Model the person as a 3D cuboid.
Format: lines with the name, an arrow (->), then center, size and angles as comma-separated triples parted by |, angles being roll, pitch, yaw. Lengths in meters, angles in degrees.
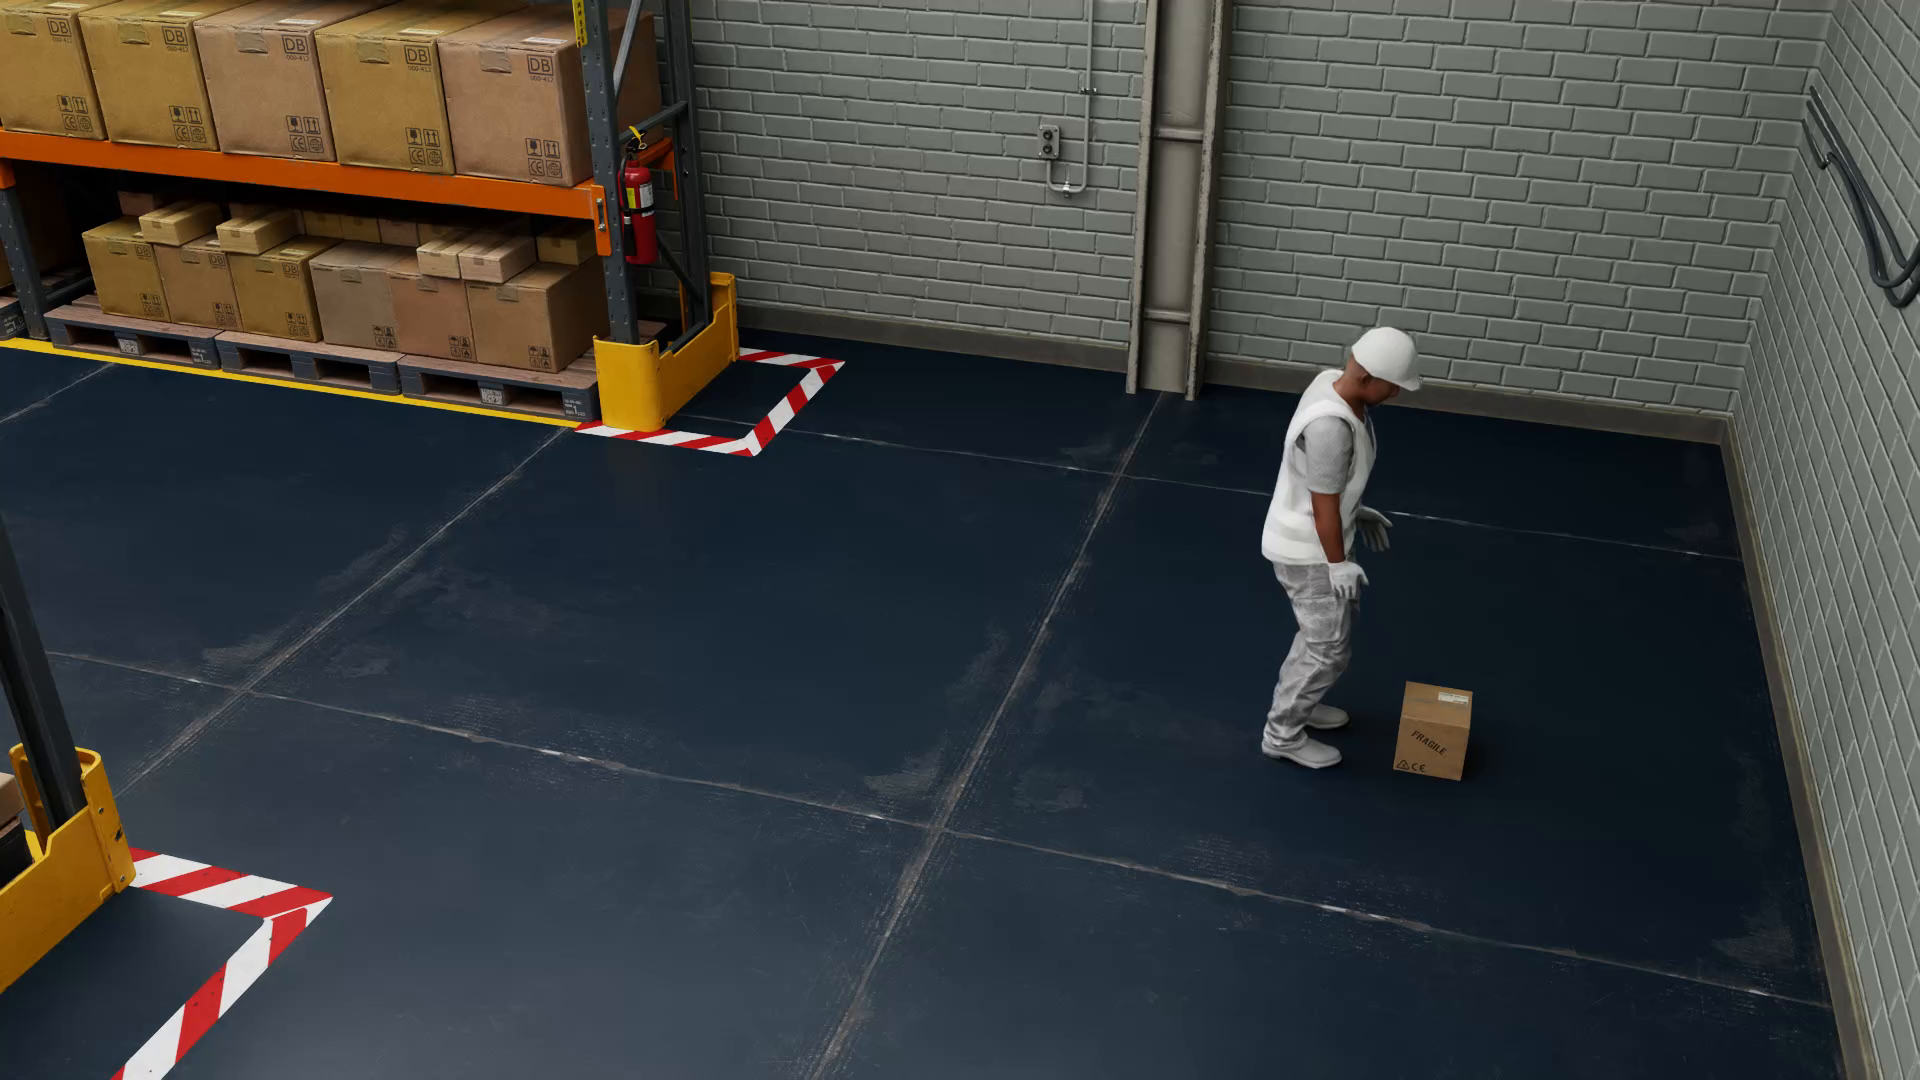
person -> 1.368, 0.009, 6.155 | 0.477, 1.721, 0.576 | 9, 30, 16
